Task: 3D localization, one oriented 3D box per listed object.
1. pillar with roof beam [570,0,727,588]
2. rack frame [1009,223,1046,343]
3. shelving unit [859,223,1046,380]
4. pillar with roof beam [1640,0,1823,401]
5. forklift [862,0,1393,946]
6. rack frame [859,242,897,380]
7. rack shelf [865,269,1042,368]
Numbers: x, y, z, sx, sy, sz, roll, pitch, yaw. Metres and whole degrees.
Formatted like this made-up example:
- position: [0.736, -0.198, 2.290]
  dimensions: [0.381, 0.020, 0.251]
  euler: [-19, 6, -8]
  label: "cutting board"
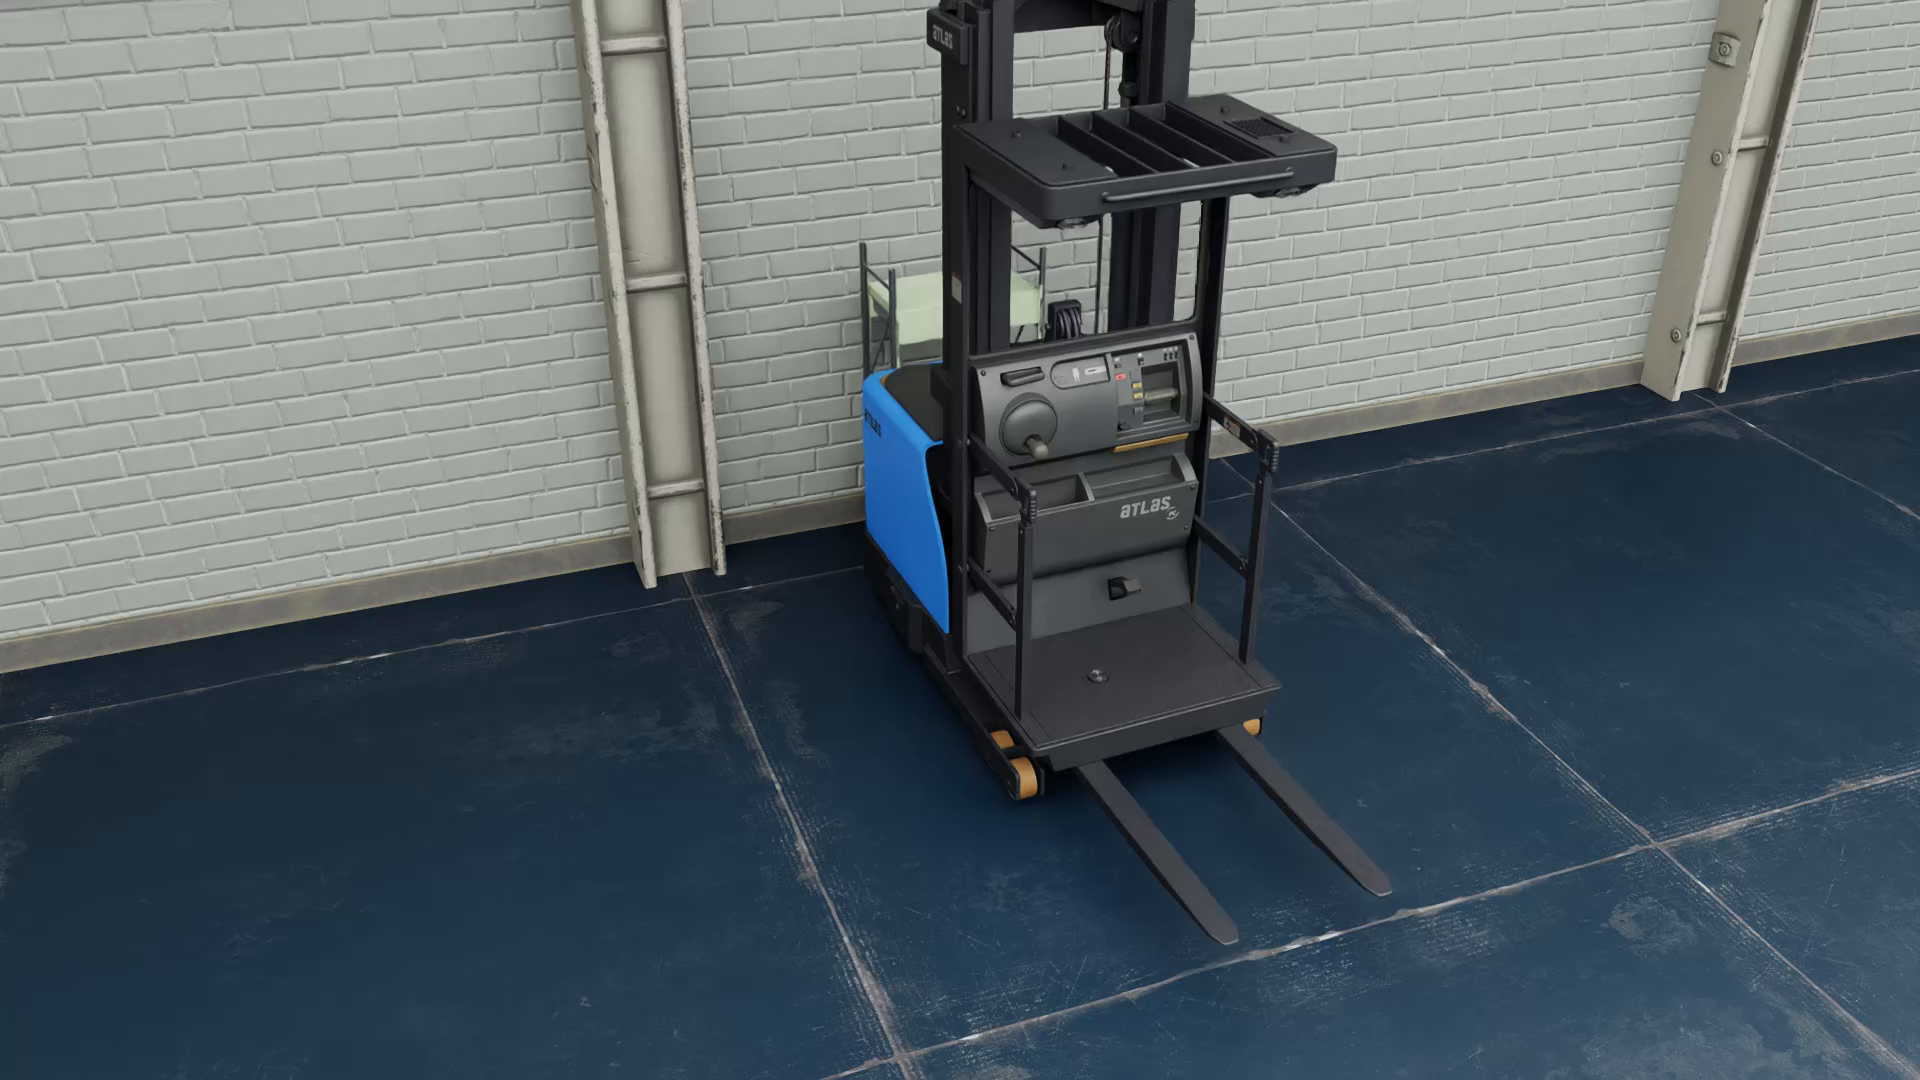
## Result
- position: [0.147, -1.789, 2.299]
  dimensions: [0.400, 9.000, 9.100]
  euler: [-10, 31, -18]
  label: "pillar with roof beam"
- position: [0.301, -0.765, 8.078]
  dimensions: [0.023, 1.500, 0.400]
  euler: [-12, 32, -20]
  label: "rack frame"
- position: [-0.035, -0.693, 7.952]
  dimensions: [0.755, 1.500, 0.431]
  euler: [-12, 32, -20]
  label: "shelving unit"
- position: [5.771, -2.825, 4.117]
  dimensions: [0.400, 9.000, 9.100]
  euler: [-10, 31, -18]
  label: "pillar with roof beam"
- position: [0.587, -0.503, 6.171]
  dimensions: [1.130, 2.935, 3.031]
  euler: [-12, 32, -20]
  label: "forklift"
- position: [-0.371, -0.621, 7.825]
  dimensions: [0.023, 1.500, 0.400]
  euler: [-12, 32, -20]
  label: "rack frame"
- position: [-0.035, -1.032, 7.759]
  dimensions: [0.720, 0.370, 0.431]
  euler: [-12, 32, -20]
  label: "rack shelf"
